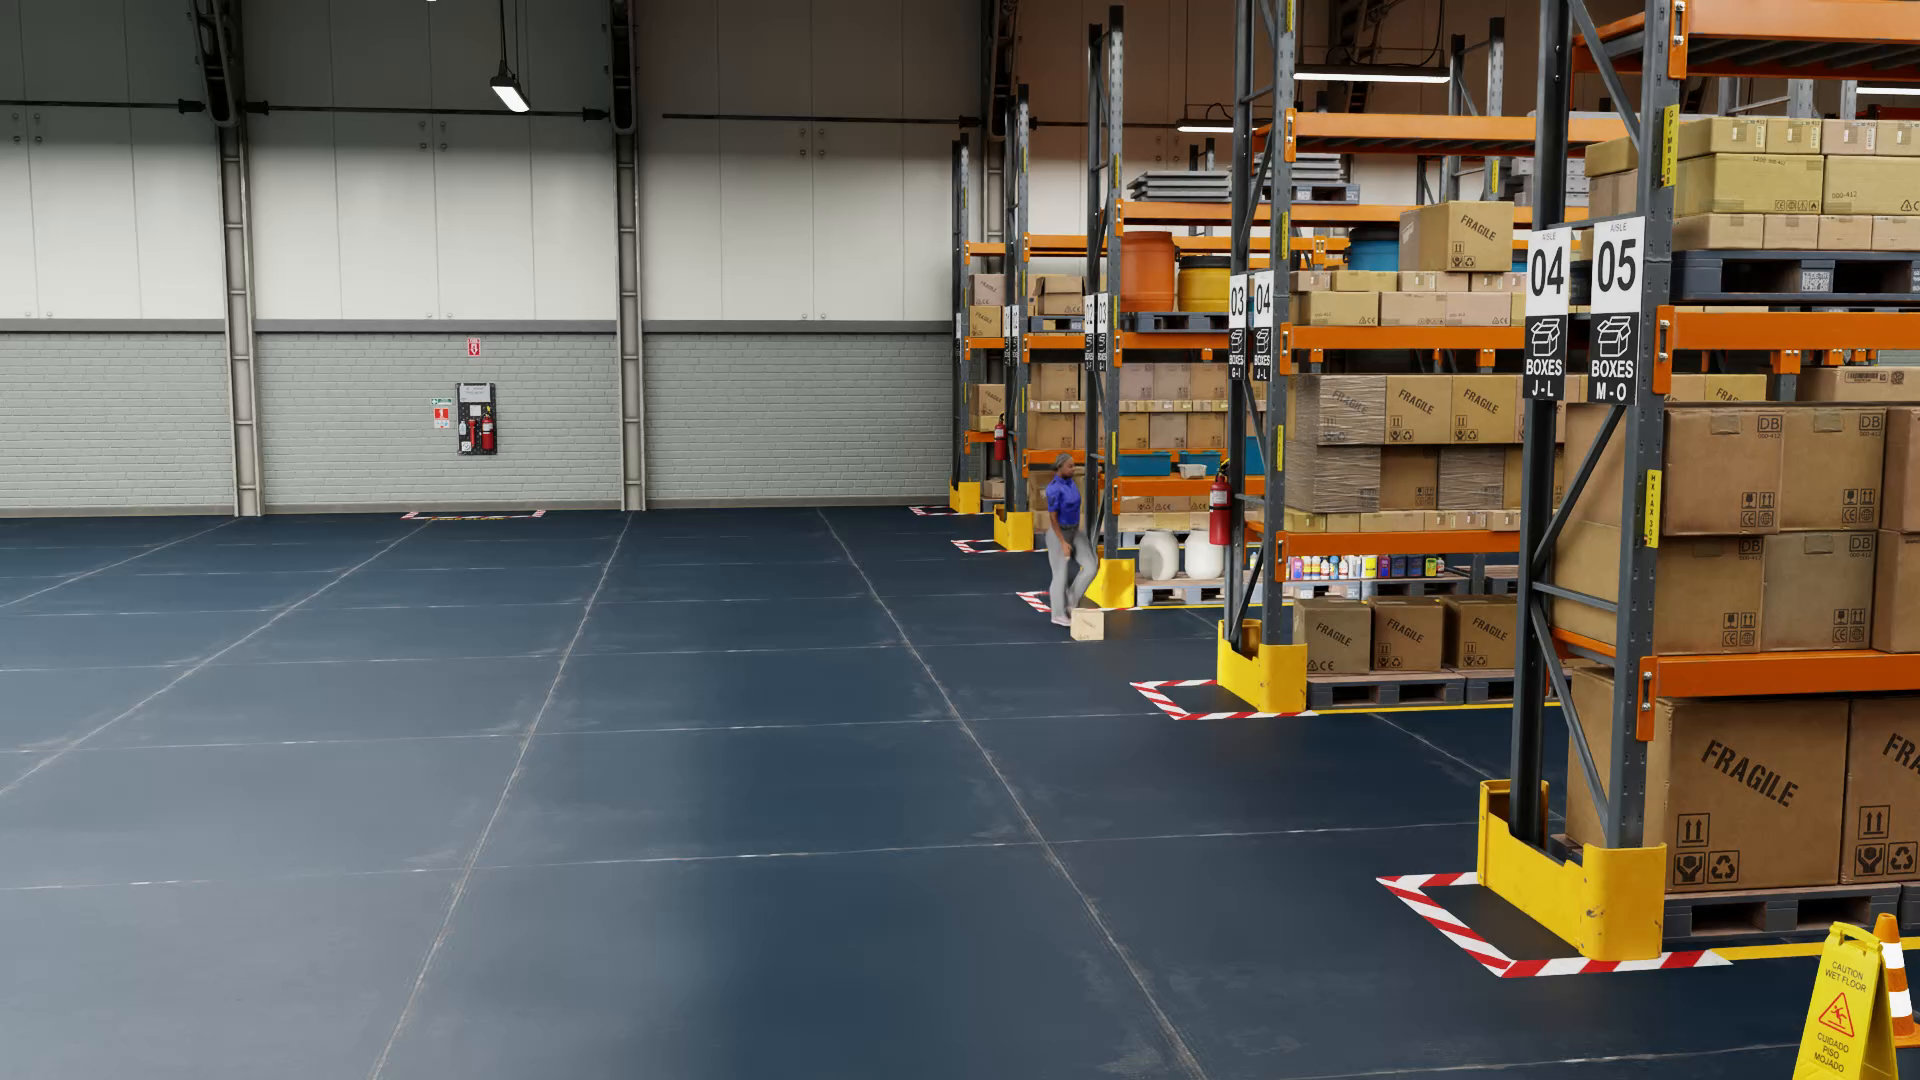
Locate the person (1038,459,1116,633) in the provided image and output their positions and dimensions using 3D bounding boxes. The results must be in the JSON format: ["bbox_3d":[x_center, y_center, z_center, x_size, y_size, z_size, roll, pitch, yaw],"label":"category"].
[{"bbox_3d":[1.116,0.046,15.630,0.463,1.610,0.956,-3,7,-24],"label":"person"}]
